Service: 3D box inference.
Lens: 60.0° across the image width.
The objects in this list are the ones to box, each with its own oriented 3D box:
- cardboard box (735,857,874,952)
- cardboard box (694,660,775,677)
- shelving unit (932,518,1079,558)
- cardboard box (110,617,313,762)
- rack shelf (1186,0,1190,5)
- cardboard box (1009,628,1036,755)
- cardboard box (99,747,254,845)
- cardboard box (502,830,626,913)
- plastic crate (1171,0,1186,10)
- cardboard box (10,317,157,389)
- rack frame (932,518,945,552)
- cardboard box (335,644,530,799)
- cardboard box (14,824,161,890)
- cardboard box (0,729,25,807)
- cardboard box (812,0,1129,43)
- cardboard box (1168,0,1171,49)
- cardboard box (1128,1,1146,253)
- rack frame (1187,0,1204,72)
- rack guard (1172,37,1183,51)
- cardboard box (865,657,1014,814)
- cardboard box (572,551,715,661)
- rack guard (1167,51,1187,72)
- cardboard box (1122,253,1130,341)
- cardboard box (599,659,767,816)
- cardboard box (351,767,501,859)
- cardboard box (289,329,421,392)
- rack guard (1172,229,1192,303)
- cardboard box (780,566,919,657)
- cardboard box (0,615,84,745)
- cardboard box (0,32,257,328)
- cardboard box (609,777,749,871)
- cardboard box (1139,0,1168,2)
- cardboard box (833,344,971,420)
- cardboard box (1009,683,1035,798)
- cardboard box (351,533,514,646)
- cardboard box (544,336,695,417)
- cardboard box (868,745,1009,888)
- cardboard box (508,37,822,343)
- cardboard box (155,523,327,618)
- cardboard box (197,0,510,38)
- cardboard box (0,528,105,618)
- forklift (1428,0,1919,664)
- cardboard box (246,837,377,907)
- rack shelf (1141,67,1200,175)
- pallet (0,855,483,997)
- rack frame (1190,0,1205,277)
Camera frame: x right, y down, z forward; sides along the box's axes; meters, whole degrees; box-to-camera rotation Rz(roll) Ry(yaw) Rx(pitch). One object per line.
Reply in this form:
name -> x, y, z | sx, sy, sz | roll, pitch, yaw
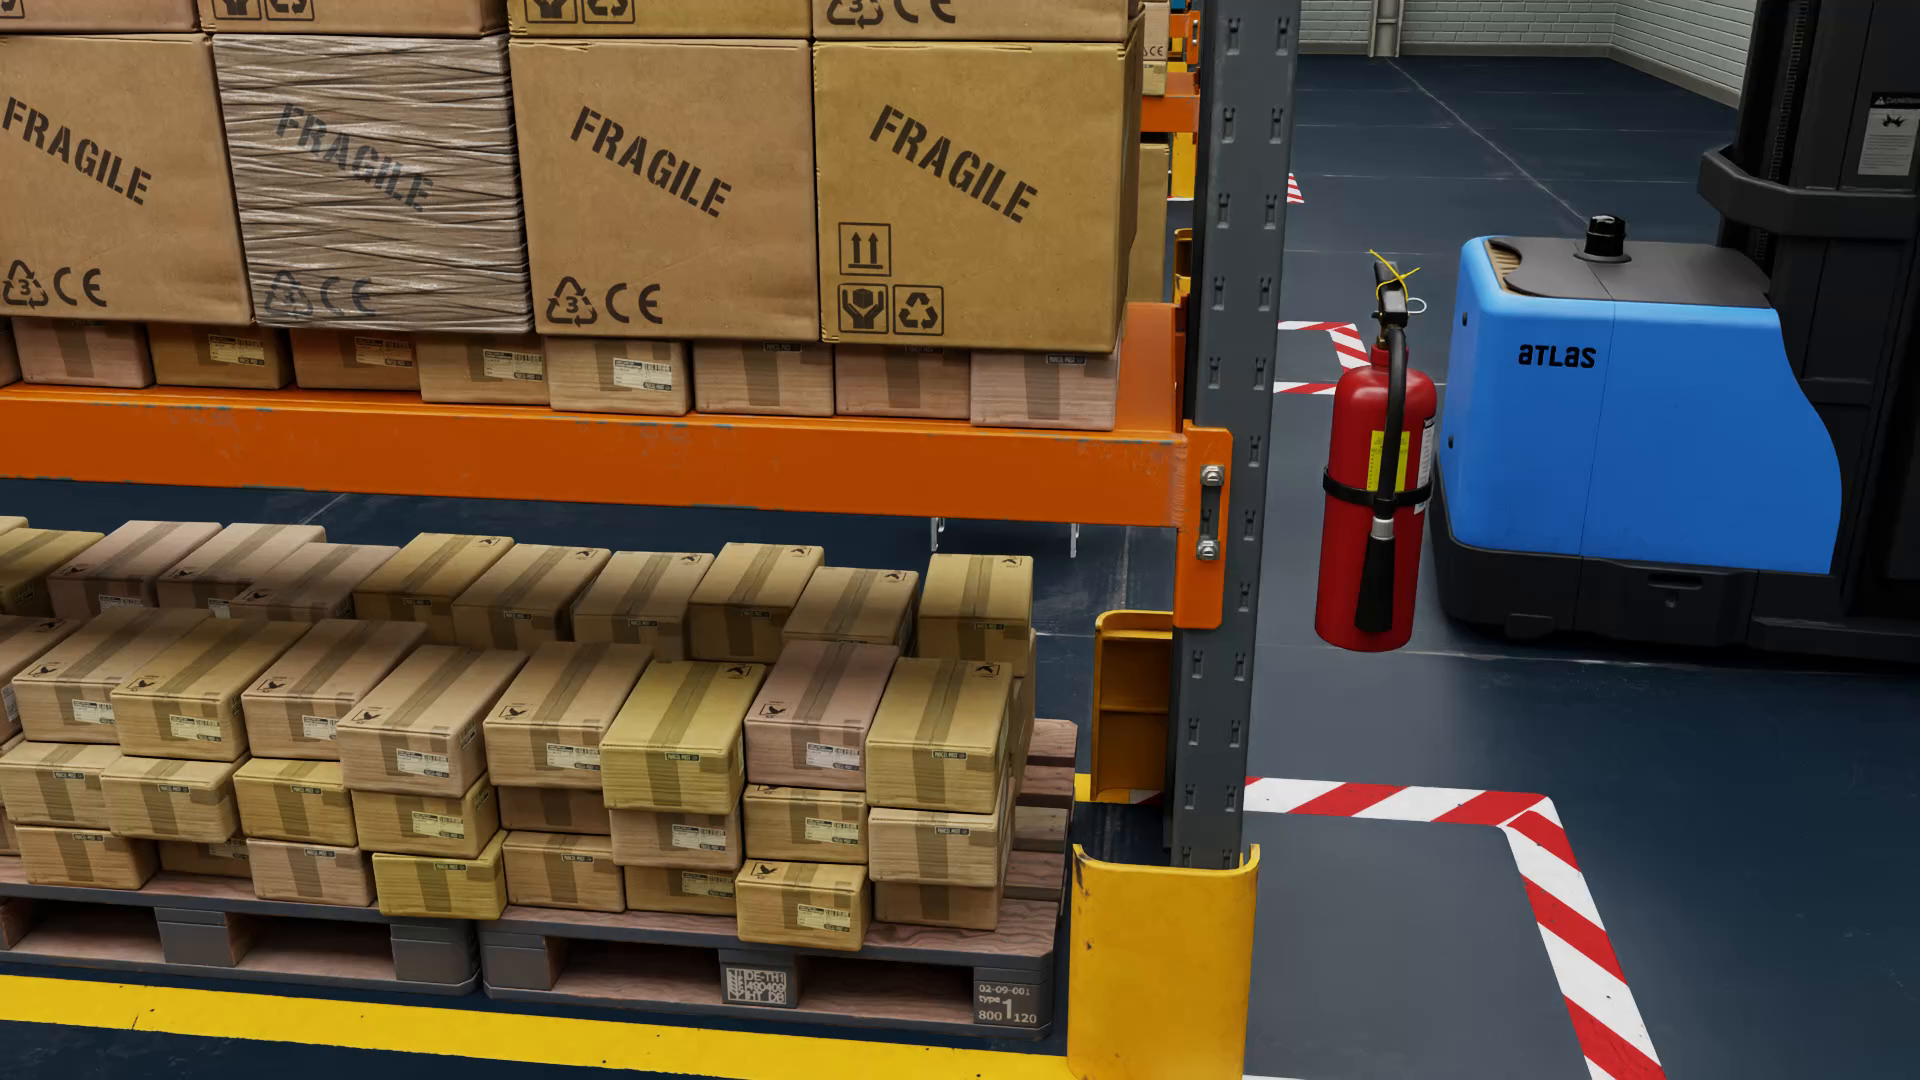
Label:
cardboard box -> -0.293, 0.675, 3.458 | 0.250, 0.149, 0.380 | 3, 22, 8
cardboard box -> -0.487, 0.331, 3.925 | 0.250, 0.149, 0.380 | 3, 22, 7
shelving unit -> 0.164, -0.551, 5.701 | 0.503, 1.200, 0.258 | 2, 22, 6
cardboard box -> -1.584, 0.314, 3.563 | 0.250, 0.149, 0.380 | 3, 22, 7
rack shelf -> 0.389, -5.710, 17.280 | 4.000, 0.370, 1.077 | 2, 22, 6
cardboard box -> 0.031, 0.341, 3.898 | 0.250, 0.149, 0.380 | 3, 22, 9
cardboard box -> -1.597, 0.480, 3.548 | 0.250, 0.149, 0.380 | 3, 22, 7
cardboard box -> -0.792, 0.627, 3.582 | 0.250, 0.149, 0.380 | 3, 22, 7
plastic crate -> 1.434, -4.140, 12.202 | 0.499, 0.435, 0.616 | 2, 22, 6
cardboard box -> -1.623, -0.425, 3.277 | 0.250, 0.149, 0.380 | 3, 22, 8
rack frame -> -0.078, -0.561, 5.728 | 0.015, 1.200, 0.240 | 2, 22, 6
cardboard box -> -1.072, 0.367, 3.429 | 0.250, 0.149, 0.380 | 3, 22, 8
cardboard box -> -1.834, 0.597, 3.655 | 0.250, 0.149, 0.380 | 2, 22, 5
cardboard box -> -2.082, 0.426, 3.684 | 0.250, 0.149, 0.380 | 4, 22, 9
cardboard box -> 0.038, -1.113, 2.775 | 0.500, 0.500, 0.500 | 2, 22, 5
cardboard box -> 0.761, -2.529, 8.056 | 0.500, 0.250, 0.500 | 2, 22, 5
cardboard box -> 0.108, -0.839, 3.443 | 0.500, 0.500, 0.500 | 4, 22, 9
rack frame -> 1.788, -4.149, 12.355 | 0.127, 3.000, 1.000 | 2, 22, 6
rack guard -> 2.978, -6.603, 21.961 | 0.348, 0.500, 1.175 | 2, 22, 6
cardboard box -> -0.034, 0.389, 3.373 | 0.250, 0.149, 0.380 | 3, 22, 7
cardboard box -> -0.738, 0.167, 3.936 | 0.250, 0.149, 0.380 | 1, 22, 4
rack guard -> 2.300, -4.798, 17.397 | 0.348, 0.500, 1.175 | 2, 22, 6
cardboard box -> 0.238, -0.551, 3.596 | 0.250, 0.149, 0.380 | 2, 22, 6
cardboard box -> -0.549, 0.392, 3.365 | 0.250, 0.149, 0.380 | 2, 22, 5
cardboard box -> -1.068, 0.500, 3.498 | 0.250, 0.149, 0.380 | 3, 22, 7
cardboard box -> -1.104, -0.416, 3.255 | 0.250, 0.149, 0.380 | 2, 22, 4
rack guard -> 1.229, -1.177, 8.238 | 0.348, 0.500, 1.175 | 2, 22, 6
cardboard box -> -0.247, 0.205, 3.839 | 0.250, 0.149, 0.380 | 3, 22, 7
cardboard box -> -2.105, 0.307, 3.580 | 0.250, 0.149, 0.380 | 3, 22, 7
cardboard box -> -1.465, -0.713, 3.122 | 0.500, 0.500, 0.500 | 4, 22, 9
cardboard box -> -0.553, 0.517, 3.453 | 0.250, 0.149, 0.380 | 2, 22, 4
cardboard box -> 0.691, -2.683, 7.427 | 0.500, 0.500, 0.500 | 3, 22, 7
cardboard box -> -0.078, -0.353, 3.094 | 0.250, 0.149, 0.380 | 2, 22, 6
cardboard box -> 0.039, 0.457, 4.011 | 0.250, 0.149, 0.380 | 3, 22, 7
cardboard box -> -1.268, 0.123, 4.046 | 0.250, 0.149, 0.380 | 3, 22, 7
cardboard box -> -0.585, -0.361, 3.114 | 0.250, 0.149, 0.380 | 3, 22, 8
cardboard box -> -0.036, 0.539, 3.398 | 0.250, 0.149, 0.380 | 2, 22, 5
cardboard box -> -0.466, -0.669, 3.011 | 0.500, 0.500, 0.500 | 2, 22, 5
cardboard box -> -1.763, 0.096, 4.113 | 0.250, 0.149, 0.380 | 2, 22, 4
cardboard box -> -0.983, -1.154, 2.879 | 0.500, 0.500, 0.500 | 4, 22, 9
cardboard box -> -2.312, 0.111, 4.076 | 0.250, 0.149, 0.380 | 3, 22, 8
forklift -> 3.078, -1.121, 4.790 | 3.031, 2.935, 1.130 | 4, 22, 11
cardboard box -> -1.322, 0.619, 3.600 | 0.250, 0.149, 0.380 | 3, 22, 7
rack shelf -> -0.781, -2.093, 8.132 | 4.000, 0.370, 1.077 | 2, 22, 6
pallet -> -1.565, 0.657, 3.990 | 1.213, 0.211, 1.003 | 2, 22, 6
rack frame -> 1.205, -2.341, 7.781 | 0.127, 3.000, 1.000 | 2, 22, 6
